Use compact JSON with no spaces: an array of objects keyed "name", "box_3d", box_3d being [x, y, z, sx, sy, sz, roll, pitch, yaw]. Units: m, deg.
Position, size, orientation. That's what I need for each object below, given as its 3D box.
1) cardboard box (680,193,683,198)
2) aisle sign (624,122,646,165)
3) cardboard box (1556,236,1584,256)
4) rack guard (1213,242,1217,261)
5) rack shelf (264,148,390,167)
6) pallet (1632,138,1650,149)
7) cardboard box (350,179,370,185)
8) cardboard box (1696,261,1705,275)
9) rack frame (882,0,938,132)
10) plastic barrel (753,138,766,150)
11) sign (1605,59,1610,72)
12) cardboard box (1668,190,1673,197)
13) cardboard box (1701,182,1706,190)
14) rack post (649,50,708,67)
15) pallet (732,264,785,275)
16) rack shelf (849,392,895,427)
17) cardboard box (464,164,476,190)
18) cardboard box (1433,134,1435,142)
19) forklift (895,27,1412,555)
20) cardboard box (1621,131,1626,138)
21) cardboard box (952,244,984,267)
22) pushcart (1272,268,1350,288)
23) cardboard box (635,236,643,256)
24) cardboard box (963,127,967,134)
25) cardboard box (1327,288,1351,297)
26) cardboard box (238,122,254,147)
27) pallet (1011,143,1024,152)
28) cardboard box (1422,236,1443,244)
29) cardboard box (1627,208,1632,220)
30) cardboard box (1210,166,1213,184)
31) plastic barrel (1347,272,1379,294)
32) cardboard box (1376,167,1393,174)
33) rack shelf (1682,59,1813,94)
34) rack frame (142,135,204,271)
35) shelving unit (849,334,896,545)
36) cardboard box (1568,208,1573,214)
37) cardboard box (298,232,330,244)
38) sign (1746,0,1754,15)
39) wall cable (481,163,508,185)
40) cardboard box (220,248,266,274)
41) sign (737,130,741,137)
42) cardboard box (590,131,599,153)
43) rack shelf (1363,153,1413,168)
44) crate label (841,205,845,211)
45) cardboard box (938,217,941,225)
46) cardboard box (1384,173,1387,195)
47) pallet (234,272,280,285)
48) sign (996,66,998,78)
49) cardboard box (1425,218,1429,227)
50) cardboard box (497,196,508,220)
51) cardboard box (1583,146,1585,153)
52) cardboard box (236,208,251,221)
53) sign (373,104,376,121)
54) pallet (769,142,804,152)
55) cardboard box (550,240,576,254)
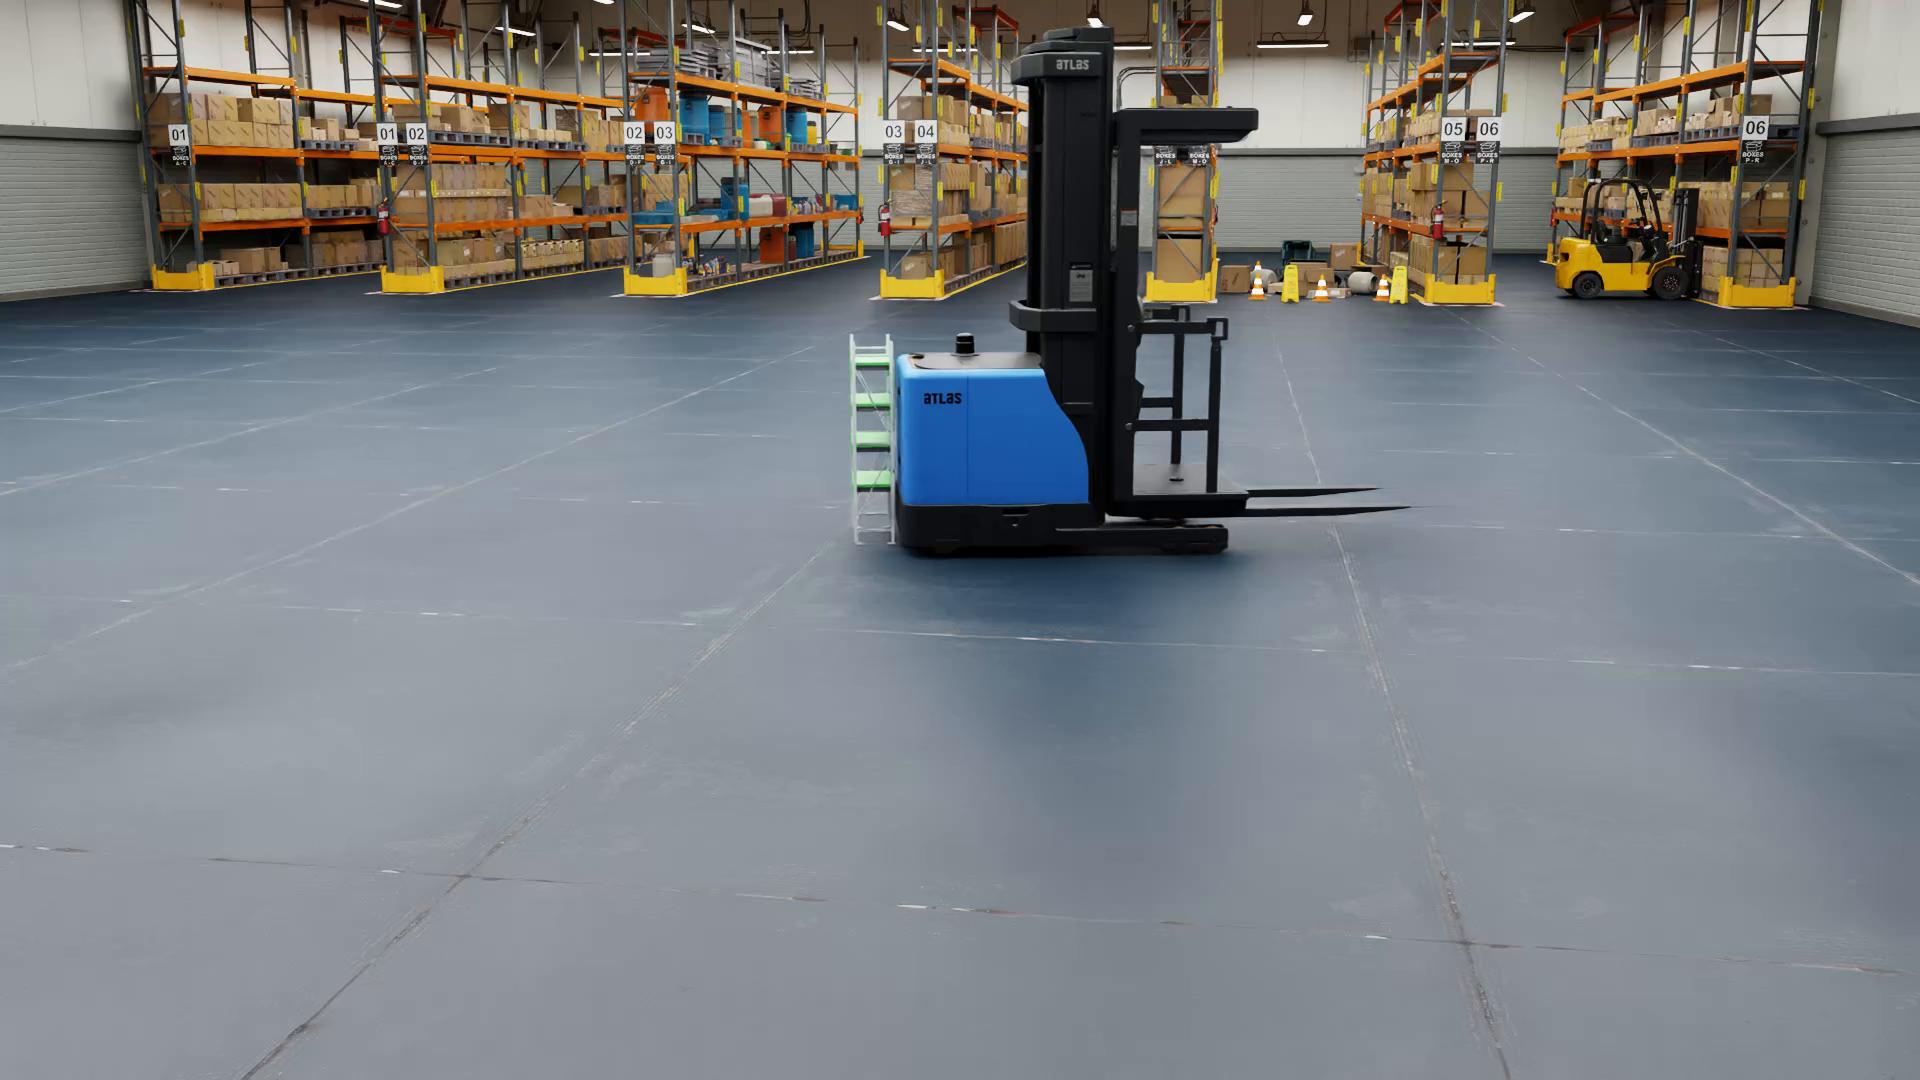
[{"name":"cardboard box","box_3d":[-8.110,-9.502,46.725,0.500,0.500,0.500,2,12,9]},{"name":"aisle sign","box_3d":[-6.105,-7.436,31.209,0.394,0.787,0.004,2,12,9]},{"name":"cardboard box","box_3d":[16.064,-7.721,43.627,0.797,0.503,0.637,1,12,6]},{"name":"rack guard","box_3d":[6.428,-7.922,45.564,1.175,0.500,0.348,2,12,9]},{"name":"rack shelf","box_3d":[-14.667,-8.856,38.552,1.077,0.370,4.000,2,12,9]},{"name":"pallet","box_3d":[15.005,-8.424,35.292,1.213,0.211,1.003,2,12,11]},{"name":"cardboard box","box_3d":[-14.417,-8.598,39.948,0.380,0.149,0.250,0,12,-1]},{"name":"cardboard box","box_3d":[13.703,-4.958,30.225,0.500,0.250,0.500,2,12,7]},{"name":"rack frame","box_3d":[-0.906,-8.943,30.131,1.000,3.000,0.127,2,12,9]},{"name":"plastic barrel","box_3d":[-4.535,-8.963,37.670,0.301,0.262,0.301,0,12,0]},{"name":"sign","box_3d":[16.797,-12.304,43.135,0.100,0.325,0.005,2,12,9]},{"name":"cardboard box","box_3d":[14.261,-6.861,32.930,0.380,0.149,0.250,2,12,8]},{"name":"cardboard box","box_3d":[13.944,-6.546,30.764,0.380,0.149,0.250,2,12,8]},{"name":"rack post","box_3d":[-5.533,-9.471,32.760,0.937,0.300,0.954,2,12,8]},{"name":"pallet","box_3d":[-4.727,-6.313,38.786,1.003,0.211,1.213,2,12,9]},{"name":"rack shelf","box_3d":[-0.528,-0.785,9.951,0.258,0.148,0.480,-1,12,-5]},{"name":"cardboard box","box_3d":[-10.373,-7.442,34.088,0.700,0.500,0.500,2,12,9]},{"name":"cardboard box","box_3d":[8.841,-7.327,30.349,0.380,0.149,0.250,2,12,8]},{"name":"forklift","box_3d":[1.142,-1.456,9.793,3.031,2.935,1.130,-1,12,-5]},{"name":"cardboard box","box_3d":[14.958,-9.024,37.038,0.380,0.149,0.250,2,12,9]},{"name":"cardboard box","box_3d":[0.168,-6.413,37.519,0.700,0.500,0.500,1,12,4]},{"name":"pushcart","box_3d":[7.240,-5.304,33.707,1.648,0.377,0.936,-2,12,-11]},{"name":"cardboard box","box_3d":[-8.641,-7.711,43.544,0.500,0.500,0.500,2,12,8]},{"name":"cardboard box","box_3d":[-0.056,-8.354,33.927,0.380,0.149,0.250,2,12,10]},{"name":"cardboard box","box_3d":[7.091,-4.634,31.142,0.380,0.149,0.250,10,15,38]},{"name":"cardboard box","box_3d":[-15.036,-8.409,34.490,0.500,0.500,0.500,3,12,12]},{"name":"pallet","box_3d":[1.075,-10.101,42.836,1.003,0.211,1.213,2,12,9]},{"name":"cardboard box","box_3d":[8.825,-5.595,31.045,0.380,0.149,0.250,2,12,11]},{"name":"cardboard box","box_3d":[14.712,-7.037,35.881,0.500,0.250,0.500,2,12,9]},{"name":"cardboard box","box_3d":[4.288,-6.736,31.208,0.875,0.550,0.550,2,12,9]},{"name":"plastic barrel","box_3d":[7.707,-4.909,31.767,0.421,0.421,0.512,-10,16,-40]},{"name":"cardboard box","box_3d":[10.464,-9.116,41.025,0.380,0.149,0.250,2,12,7]},{"name":"rack shelf","box_3d":[14.099,-8.331,29.948,1.077,0.370,4.000,2,12,9]},{"name":"rack frame","box_3d":[-15.590,-6.492,32.997,1.000,3.000,0.127,2,12,9]},{"name":"shelving unit","box_3d":[-0.528,-0.613,9.988,0.258,1.200,0.503,-1,12,-5]},{"name":"cardboard box","box_3d":[15.662,-8.356,42.241,0.380,0.149,0.250,2,12,10]},{"name":"cardboard box","box_3d":[-14.813,-6.930,38.138,0.500,0.250,0.500,2,12,7]},{"name":"sign","box_3d":[13.257,-8.978,27.887,0.100,0.325,0.005,2,12,9]},{"name":"wall cable","box_3d":[-13.867,-10.616,49.724,0.084,1.984,1.851,2,12,9]},{"name":"cardboard box","box_3d":[-15.144,-5.896,35.120,0.700,0.500,0.500,1,12,5]},{"name":"sign","box_3d":[-4.643,-8.454,34.961,0.100,0.325,0.005,2,12,9]},{"name":"cardboard box","box_3d":[-9.352,-9.711,40.576,0.910,0.500,0.500,2,12,9]},{"name":"rack shelf","box_3d":[11.039,-9.718,42.556,1.077,0.370,4.000,2,12,9]},{"name":"crate label","box_3d":[-3.364,-9.108,45.618,0.396,0.136,0.243,2,12,9]},{"name":"cardboard box","box_3d":[-0.570,-5.991,31.267,0.380,0.149,0.250,2,12,9]},{"name":"cardboard box","box_3d":[10.091,-8.219,38.399,0.500,0.500,0.500,2,12,9]},{"name":"pallet","box_3d":[-15.228,-5.566,35.318,1.003,0.211,1.213,2,12,9]},{"name":"sign","box_3d":[1.007,-12.827,45.560,0.100,0.325,0.005,2,12,9]},{"name":"cardboard box","box_3d":[8.732,-5.815,30.452,0.380,0.149,0.250,2,12,10]},{"name":"cardboard box","box_3d":[-10.141,-7.121,35.679,0.700,0.500,0.500,2,12,7]},{"name":"cardboard box","box_3d":[15.491,-9.562,40.718,0.380,0.149,0.250,2,12,11]},{"name":"cardboard box","box_3d":[-15.051,-6.734,34.429,0.500,0.250,0.500,2,12,8]},{"name":"sign","box_3d":[-11.228,-8.213,31.950,0.100,0.325,0.005,2,12,9]},{"name":"pallet","box_3d":[-4.356,-9.366,39.663,1.003,0.211,1.213,2,12,9]},{"name":"cardboard box","box_3d":[-9.375,-6.907,39.124,0.500,0.311,0.500,2,12,8]}]
